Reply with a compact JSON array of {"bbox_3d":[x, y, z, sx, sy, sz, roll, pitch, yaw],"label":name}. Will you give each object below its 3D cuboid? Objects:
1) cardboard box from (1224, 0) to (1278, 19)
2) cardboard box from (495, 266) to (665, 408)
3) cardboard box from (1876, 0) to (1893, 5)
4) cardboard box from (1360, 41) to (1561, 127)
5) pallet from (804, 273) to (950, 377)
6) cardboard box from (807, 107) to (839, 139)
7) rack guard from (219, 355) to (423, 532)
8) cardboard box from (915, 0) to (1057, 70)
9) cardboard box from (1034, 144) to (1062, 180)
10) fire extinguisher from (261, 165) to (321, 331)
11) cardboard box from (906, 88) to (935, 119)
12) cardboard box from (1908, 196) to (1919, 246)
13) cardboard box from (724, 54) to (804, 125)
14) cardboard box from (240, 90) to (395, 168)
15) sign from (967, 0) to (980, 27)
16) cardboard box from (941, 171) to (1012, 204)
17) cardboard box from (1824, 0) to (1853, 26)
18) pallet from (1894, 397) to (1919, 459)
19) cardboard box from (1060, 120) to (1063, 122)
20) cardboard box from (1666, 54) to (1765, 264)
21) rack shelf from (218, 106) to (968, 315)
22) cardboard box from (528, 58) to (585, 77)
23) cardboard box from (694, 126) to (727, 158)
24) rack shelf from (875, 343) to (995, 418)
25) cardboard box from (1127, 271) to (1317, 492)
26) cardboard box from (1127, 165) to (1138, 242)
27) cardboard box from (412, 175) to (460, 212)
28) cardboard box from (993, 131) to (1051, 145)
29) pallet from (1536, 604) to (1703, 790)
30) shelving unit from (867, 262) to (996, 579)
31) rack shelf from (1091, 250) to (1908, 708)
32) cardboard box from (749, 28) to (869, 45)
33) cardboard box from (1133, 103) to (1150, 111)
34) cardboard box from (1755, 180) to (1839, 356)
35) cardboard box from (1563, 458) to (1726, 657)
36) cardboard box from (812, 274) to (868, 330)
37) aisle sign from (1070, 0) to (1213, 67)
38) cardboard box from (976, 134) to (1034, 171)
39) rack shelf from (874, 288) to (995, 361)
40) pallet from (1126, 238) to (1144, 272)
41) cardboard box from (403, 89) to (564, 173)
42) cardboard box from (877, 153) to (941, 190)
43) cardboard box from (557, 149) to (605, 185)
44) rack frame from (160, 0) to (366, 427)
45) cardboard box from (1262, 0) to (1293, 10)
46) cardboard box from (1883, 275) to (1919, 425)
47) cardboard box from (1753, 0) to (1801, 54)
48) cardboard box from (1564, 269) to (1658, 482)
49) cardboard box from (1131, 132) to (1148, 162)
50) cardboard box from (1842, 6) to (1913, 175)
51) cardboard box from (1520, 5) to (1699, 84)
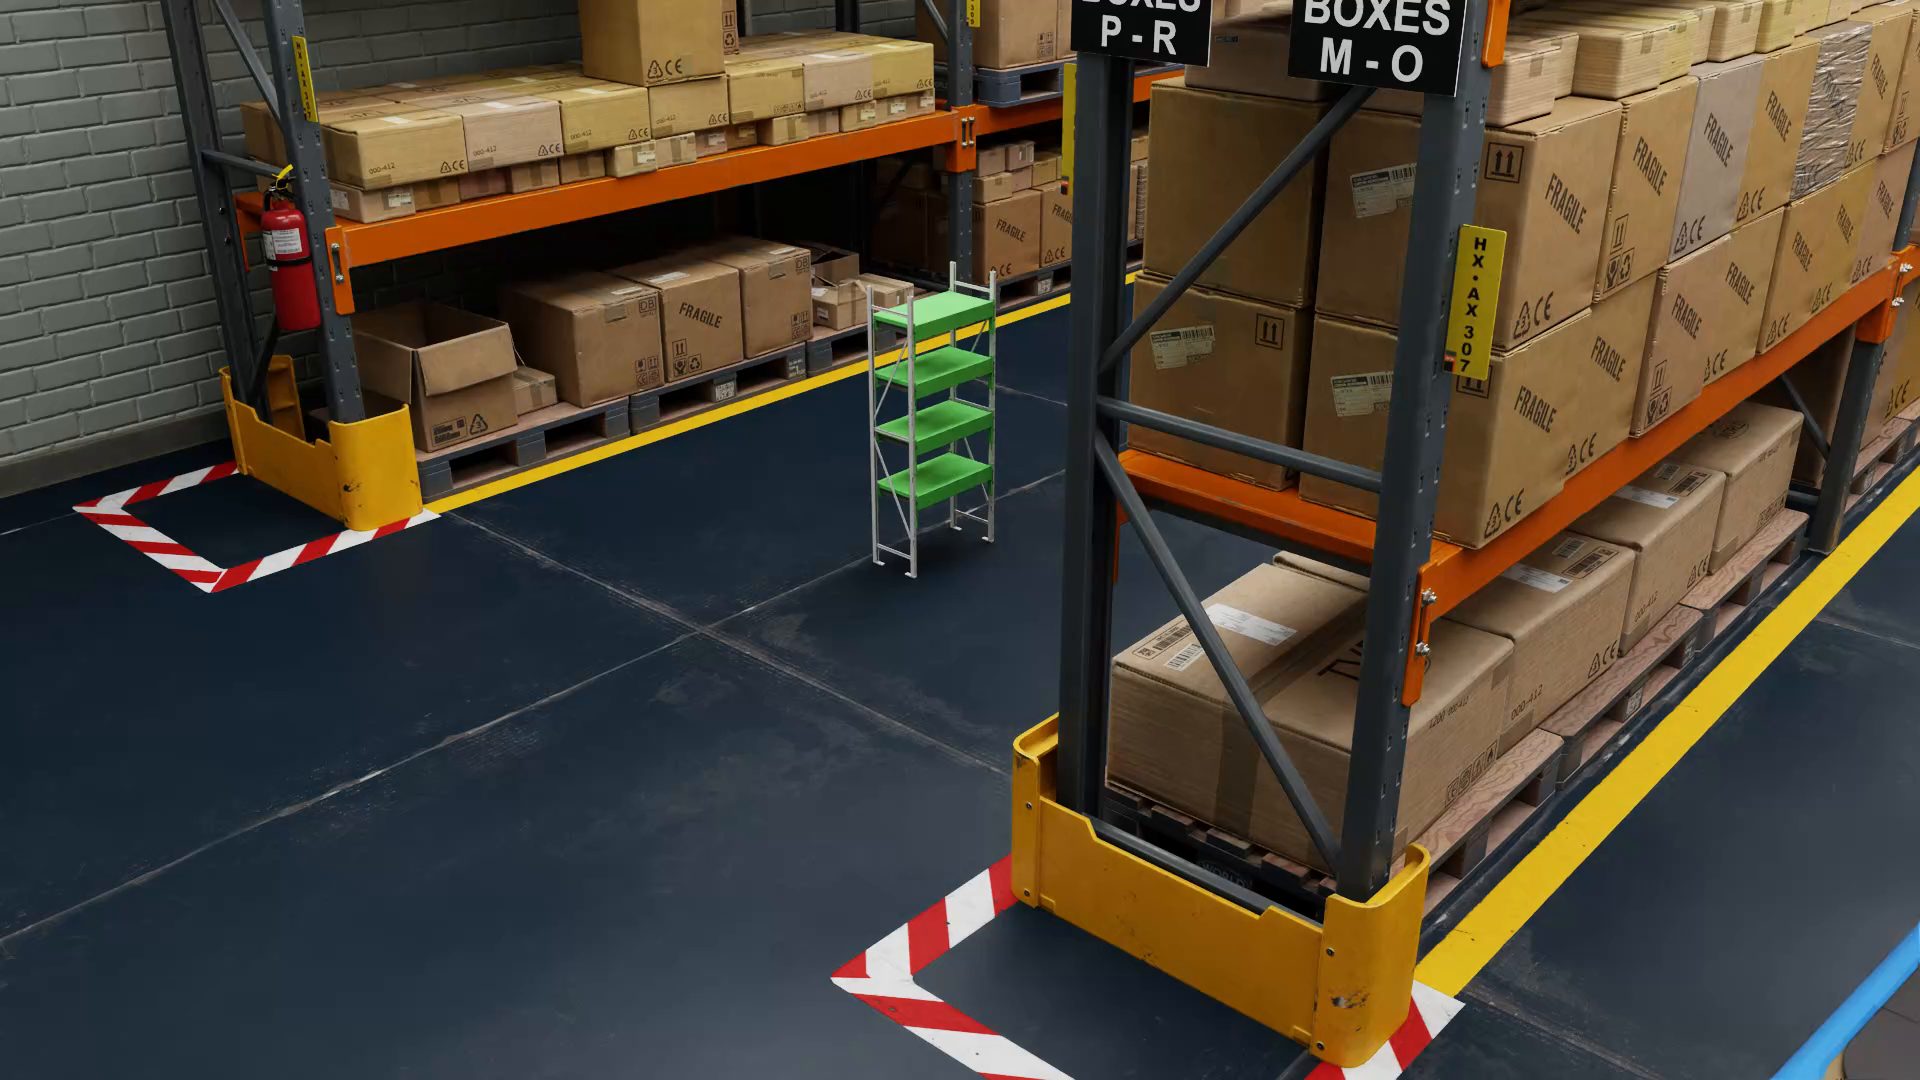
[{"bbox_3d":[1.868,-3.734,11.581,0.500,0.250,0.500,18,30,35],"label":"cardboard box"},{"bbox_3d":[-1.930,-1.044,8.454,0.700,0.500,0.500,22,32,40],"label":"cardboard box"},{"bbox_3d":[3.135,-2.014,5.938,0.380,0.149,0.250,21,32,39],"label":"cardboard box"},{"bbox_3d":[1.134,-1.059,3.809,0.380,0.149,0.250,21,32,39],"label":"cardboard box"},{"bbox_3d":[-0.798,-1.320,9.936,1.003,0.211,1.213,20,31,38],"label":"pallet"},{"bbox_3d":[-0.872,-2.277,8.970,0.380,0.149,0.250,21,32,39],"label":"cardboard box"},{"bbox_3d":[-2.957,-0.465,7.677,1.175,0.500,0.348,20,31,38],"label":"rack guard"},{"bbox_3d":[0.151,-3.125,9.918,0.700,0.500,0.500,21,32,39],"label":"cardboard box"},{"bbox_3d":[0.562,-2.459,10.818,0.380,0.149,0.250,20,31,37],"label":"cardboard box"},{"bbox_3d":[-2.762,-1.206,6.825,0.296,0.674,0.183,20,31,38],"label":"fire extinguisher"},{"bbox_3d":[-0.363,-2.521,9.513,0.380,0.149,0.250,21,31,38],"label":"cardboard box"},{"bbox_3d":[3.851,-1.441,6.981,0.500,0.250,0.500,19,31,36],"label":"cardboard box"},{"bbox_3d":[-1.163,-2.342,8.627,0.500,0.250,0.500,20,31,37],"label":"cardboard box"},{"bbox_3d":[-2.899,-1.863,7.558,0.500,0.250,0.500,21,32,39],"label":"cardboard box"},{"bbox_3d":[0.071,-3.051,9.330,0.100,0.325,0.005,20,31,38],"label":"sign"},{"bbox_3d":[0.099,-2.185,10.206,0.380,0.149,0.250,22,32,40],"label":"cardboard box"},{"bbox_3d":[2.666,-1.772,5.399,0.380,0.149,0.250,20,31,37],"label":"cardboard box"},{"bbox_3d":[4.633,-0.804,8.785,1.003,0.211,1.213,20,31,38],"label":"pallet"},{"bbox_3d":[0.928,-2.885,11.767,0.380,0.149,0.250,20,31,38],"label":"cardboard box"},{"bbox_3d":[1.901,-1.117,4.731,0.500,0.500,0.500,20,31,37],"label":"cardboard box"},{"bbox_3d":[-1.673,-1.864,8.620,1.077,0.370,4.000,20,31,38],"label":"rack shelf"},{"bbox_3d":[-1.871,-2.328,8.596,0.500,0.250,0.500,20,31,37],"label":"cardboard box"},{"bbox_3d":[-1.406,-2.056,8.475,0.380,0.149,0.250,20,31,37],"label":"cardboard box"},{"bbox_3d":[-0.110,-0.658,6.820,0.258,0.148,0.480,20,31,38],"label":"rack shelf"},{"bbox_3d":[0.816,-0.494,4.562,0.500,0.500,0.500,20,31,38],"label":"cardboard box"},{"bbox_3d":[0.836,-2.254,11.153,0.500,0.500,0.500,19,30,36],"label":"cardboard box"},{"bbox_3d":[-2.449,-1.584,7.423,0.380,0.149,0.250,21,32,39],"label":"cardboard box"},{"bbox_3d":[0.395,-2.652,11.247,0.380,0.149,0.250,21,32,39],"label":"cardboard box"},{"bbox_3d":[1.980,0.409,6.080,1.003,0.211,1.213,20,31,38],"label":"pallet"},{"bbox_3d":[-0.110,-0.497,6.892,0.258,1.200,0.503,20,31,38],"label":"shelving unit"},{"bbox_3d":[2.026,-0.510,5.600,1.077,0.370,4.000,20,31,38],"label":"rack shelf"},{"bbox_3d":[-0.870,-2.792,9.630,0.500,0.250,0.500,20,31,37],"label":"cardboard box"},{"bbox_3d":[1.447,-3.122,12.296,0.380,0.149,0.250,21,31,38],"label":"cardboard box"},{"bbox_3d":[2.577,-0.966,5.617,0.500,0.500,0.500,20,31,37],"label":"cardboard box"},{"bbox_3d":[2.264,-0.035,6.280,0.875,0.438,0.875,19,30,36],"label":"cardboard box"},{"bbox_3d":[-0.730,-1.387,9.505,0.396,0.266,0.258,22,32,39],"label":"cardboard box"},{"bbox_3d":[0.412,-1.478,3.702,0.394,0.787,0.004,20,31,38],"label":"aisle sign"},{"bbox_3d":[0.237,-2.413,10.351,0.380,0.149,0.250,18,30,35],"label":"cardboard box"},{"bbox_3d":[-0.110,-0.877,6.722,0.258,0.148,0.480,20,31,38],"label":"rack shelf"},{"bbox_3d":[0.990,-2.161,11.811,1.003,0.211,1.213,20,31,38],"label":"pallet"},{"bbox_3d":[-2.168,-1.868,7.571,0.500,0.250,0.500,21,31,38],"label":"cardboard box"},{"bbox_3d":[-0.308,-2.339,10.550,0.380,0.149,0.250,19,30,36],"label":"cardboard box"},{"bbox_3d":[-1.912,-1.816,7.941,0.380,0.149,0.250,21,31,38],"label":"cardboard box"},{"bbox_3d":[-3.008,-1.583,7.114,1.000,3.000,0.127,20,31,38],"label":"rack frame"},{"bbox_3d":[1.042,-1.376,4.515,0.380,0.149,0.250,20,31,37],"label":"cardboard box"},{"bbox_3d":[4.312,-1.158,8.249,0.875,0.875,0.875,21,32,39],"label":"cardboard box"},{"bbox_3d":[2.200,-1.520,4.837,0.380,0.149,0.250,19,31,36],"label":"cardboard box"},{"bbox_3d":[1.542,-0.504,4.585,0.500,0.500,0.500,20,31,37],"label":"cardboard box"},{"bbox_3d":[1.082,-2.690,11.333,0.380,0.149,0.250,20,31,38],"label":"cardboard box"},{"bbox_3d":[2.906,-1.578,5.758,0.500,0.500,0.500,20,31,37],"label":"cardboard box"},{"bbox_3d":[1.677,-1.291,4.327,0.380,0.149,0.250,19,30,36],"label":"cardboard box"}]
